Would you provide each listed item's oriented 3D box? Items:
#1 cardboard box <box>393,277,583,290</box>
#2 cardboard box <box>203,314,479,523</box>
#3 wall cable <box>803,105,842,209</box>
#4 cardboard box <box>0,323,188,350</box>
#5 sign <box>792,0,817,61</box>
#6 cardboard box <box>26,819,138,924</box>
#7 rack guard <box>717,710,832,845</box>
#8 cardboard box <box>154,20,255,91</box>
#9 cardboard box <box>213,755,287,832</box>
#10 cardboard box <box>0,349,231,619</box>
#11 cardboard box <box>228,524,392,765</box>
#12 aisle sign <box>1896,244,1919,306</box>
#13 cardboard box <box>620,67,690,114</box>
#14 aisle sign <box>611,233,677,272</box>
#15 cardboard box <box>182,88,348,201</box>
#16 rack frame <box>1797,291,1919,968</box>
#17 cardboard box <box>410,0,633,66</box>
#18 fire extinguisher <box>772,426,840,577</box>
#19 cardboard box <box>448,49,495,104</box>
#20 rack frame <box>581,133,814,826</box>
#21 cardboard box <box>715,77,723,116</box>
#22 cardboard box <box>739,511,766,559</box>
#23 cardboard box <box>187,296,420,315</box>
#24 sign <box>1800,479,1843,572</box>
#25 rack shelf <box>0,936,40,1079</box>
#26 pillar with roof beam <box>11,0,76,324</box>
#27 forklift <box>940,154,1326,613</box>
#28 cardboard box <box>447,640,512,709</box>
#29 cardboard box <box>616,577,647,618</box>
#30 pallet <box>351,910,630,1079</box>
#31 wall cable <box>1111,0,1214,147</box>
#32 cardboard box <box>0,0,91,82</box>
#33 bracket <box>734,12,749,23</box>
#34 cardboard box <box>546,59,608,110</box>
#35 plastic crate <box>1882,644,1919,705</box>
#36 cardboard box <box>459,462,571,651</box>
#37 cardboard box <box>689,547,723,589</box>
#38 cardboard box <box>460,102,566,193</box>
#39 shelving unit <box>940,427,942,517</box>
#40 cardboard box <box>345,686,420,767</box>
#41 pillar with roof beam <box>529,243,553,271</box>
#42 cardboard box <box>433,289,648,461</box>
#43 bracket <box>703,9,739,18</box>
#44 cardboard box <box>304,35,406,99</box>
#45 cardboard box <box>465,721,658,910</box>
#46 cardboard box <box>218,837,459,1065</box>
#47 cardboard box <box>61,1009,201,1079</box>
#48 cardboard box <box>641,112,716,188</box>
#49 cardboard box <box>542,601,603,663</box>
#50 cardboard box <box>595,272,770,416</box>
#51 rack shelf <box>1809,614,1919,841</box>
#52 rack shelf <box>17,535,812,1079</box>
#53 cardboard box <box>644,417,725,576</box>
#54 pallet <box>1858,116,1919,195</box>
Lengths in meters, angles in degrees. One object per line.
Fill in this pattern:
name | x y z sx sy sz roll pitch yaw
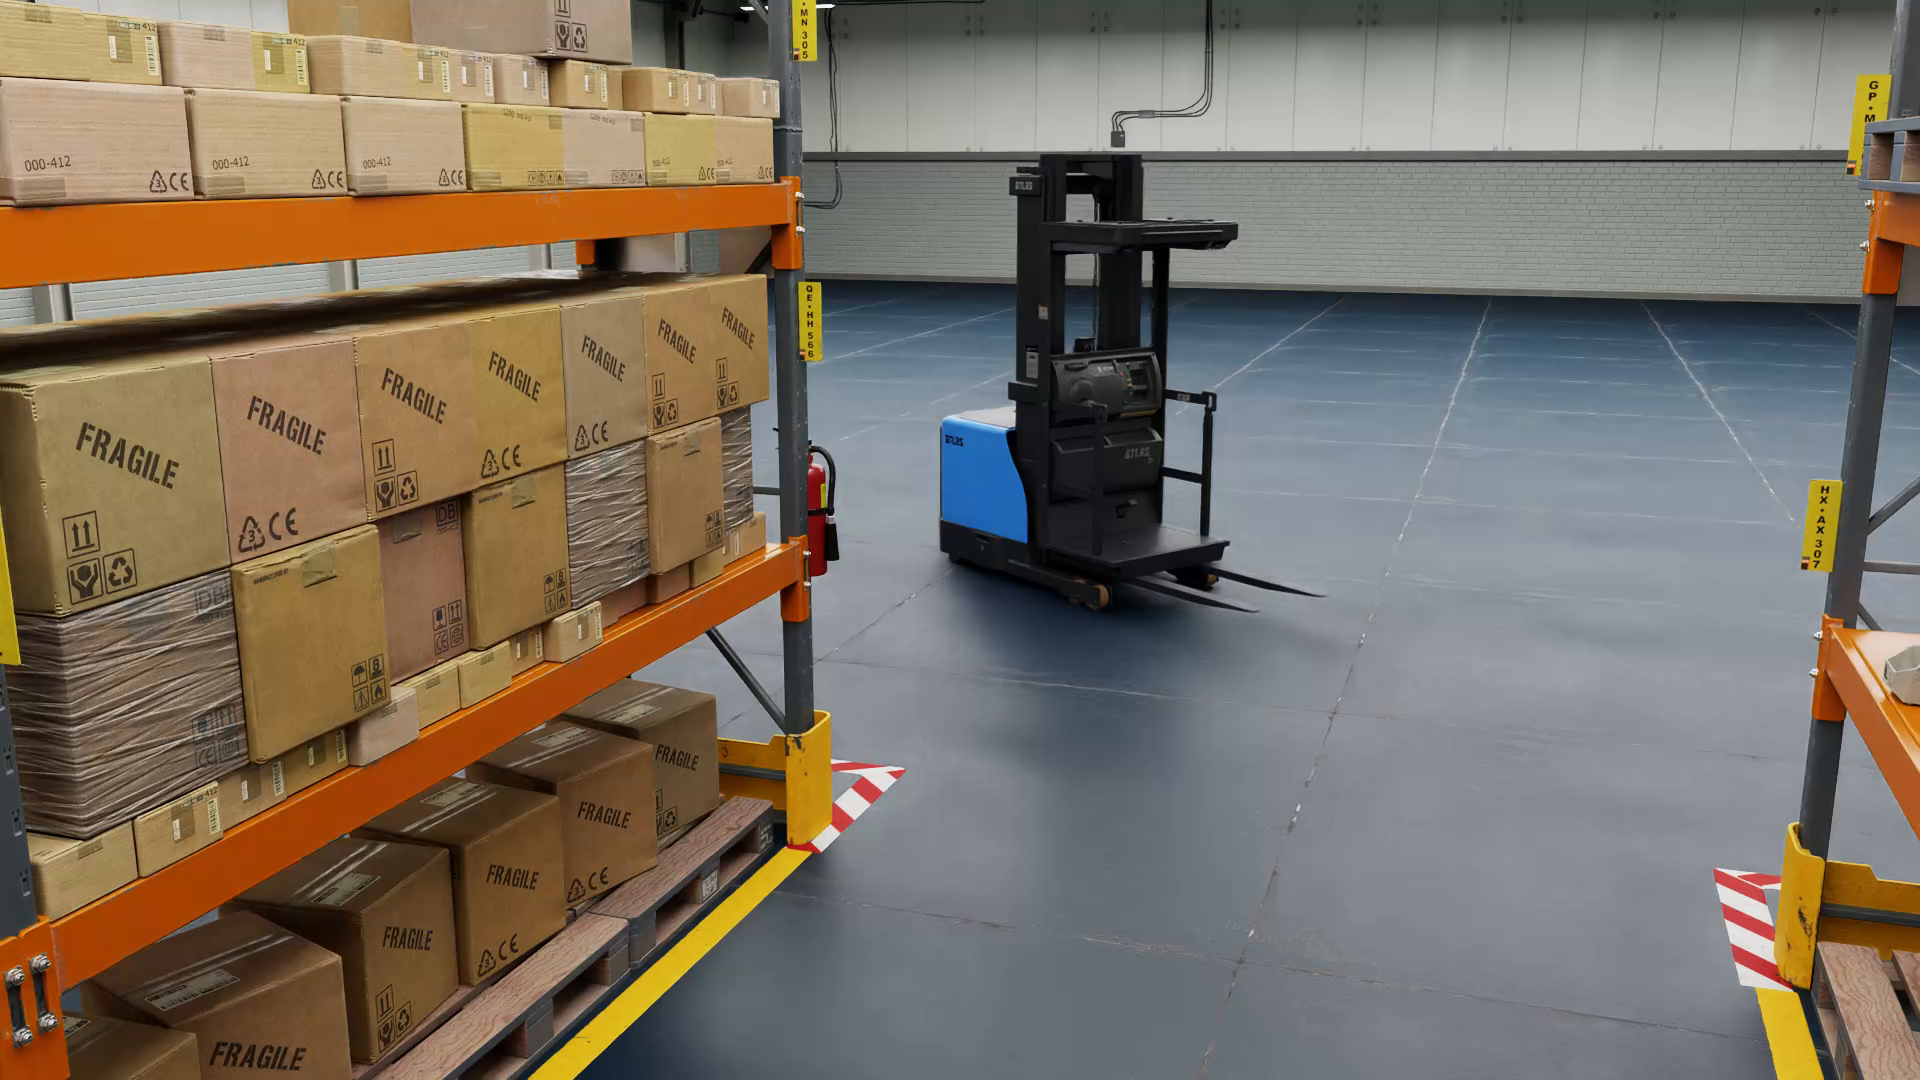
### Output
cardboard box | -1.744 -0.712 6.225 0.500 0.500 0.500 4 14 18
cardboard box | -1.725 -0.357 4.673 0.500 0.500 0.500 4 14 18
wall cable | -4.381 -9.472 41.244 3.097 2.526 0.112 4 14 18
cardboard box | -2.388 -0.290 4.379 0.500 0.500 0.500 4 14 18
sign | -0.621 -2.081 6.635 0.100 0.325 0.005 4 14 18
cardboard box | -2.080 0.710 3.702 0.380 0.149 0.250 4 14 18
rack guard | -1.164 1.003 7.469 1.175 0.500 0.348 4 14 18
cardboard box | -1.907 -1.136 3.923 0.380 0.149 0.250 4 14 19
cardboard box | -1.932 0.603 4.168 0.380 0.149 0.250 4 14 18
cardboard box | -2.048 -0.147 3.750 0.500 0.500 0.500 4 14 18
cardboard box | -2.035 0.224 4.372 0.875 0.500 0.500 4 14 18
aisle sign | 3.293 -1.178 5.568 0.394 0.787 0.004 4 14 18
cardboard box | -1.173 -1.568 5.815 0.380 0.149 0.250 4 14 19
aisle sign | -1.403 -1.533 7.123 0.394 0.787 0.004 4 14 18
cardboard box | -1.879 -0.966 4.078 0.500 0.250 0.500 4 14 18
rack frame | 3.547 0.125 5.698 1.000 3.000 0.127 4 14 18
cardboard box | -1.402 -1.787 5.317 0.500 0.500 0.500 4 14 18
fire extinguisher | -0.666 -0.185 7.229 0.296 0.674 0.183 4 14 18
cardboard box | -1.600 -1.353 4.875 0.380 0.149 0.250 5 14 20
rack frame | -1.140 -0.231 7.261 1.000 3.000 0.127 4 14 18
cardboard box | -1.129 -1.688 6.341 0.380 0.149 0.250 4 13 17
cardboard box | -1.036 -0.034 6.960 0.380 0.149 0.250 4 14 18
cardboard box | -2.060 -0.501 5.300 0.500 0.500 0.500 4 14 18
sign | 3.028 -0.050 5.845 0.100 0.325 0.005 4 14 18
rack shelf | -3.081 1.383 1.806 1.077 0.370 4.000 4 14 18
pillar with roof beam | -8.336 -6.361 20.635 9.100 9.000 0.400 4 14 18
forklift | 1.137 -1.091 11.181 1.130 2.935 3.031 -9 16 -36
cardboard box | -1.607 0.393 5.090 0.380 0.149 0.250 4 14 18
cardboard box | -1.366 0.176 6.040 0.380 0.149 0.250 4 14 18
pallet | -1.857 1.569 5.641 1.003 0.211 1.213 4 14 18
wall cable | 4.596 -11.957 37.511 2.305 6.003 0.169 4 14 18
cardboard box | -2.037 -1.019 3.412 0.380 0.149 0.250 4 13 17
bracket | -5.349 -12.777 40.655 0.235 0.232 0.430 4 14 18
cardboard box | -1.362 -1.461 5.347 0.380 0.149 0.250 4 13 16
plastic crate | 2.953 0.419 5.003 0.298 0.136 0.250 4 14 18
cardboard box | -1.767 0.009 5.313 0.875 0.500 0.500 4 14 18
cardboard box | -1.150 0.075 6.483 0.380 0.149 0.250 4 14 18
cardboard box | -1.546 -1.182 5.021 0.500 0.250 0.500 4 13 17
shelving unit | -0.003 -0.437 12.880 0.258 0.900 0.210 4 14 18
cardboard box | -1.740 0.500 4.619 0.380 0.149 0.250 4 14 18
pillar with roof beam | -4.454 -8.888 31.705 9.100 9.000 0.400 4 14 18
cardboard box | -1.404 -0.568 5.596 0.500 0.500 0.500 4 14 18
bracket | -5.540 -12.652 40.110 0.076 0.066 3.189 4 14 18
cardboard box | -1.700 -1.240 4.381 0.380 0.149 0.250 4 13 17
cardboard box | -1.518 1.041 6.359 0.500 0.500 0.500 9 15 33
cardboard box | -1.962 1.286 5.287 0.500 0.500 0.500 3 13 13
cardboard box | -2.266 1.543 4.158 0.500 0.500 0.500 4 13 17
cardboard box | -1.214 -1.395 5.957 0.500 0.250 0.500 4 14 19
cardboard box | -1.422 0.289 5.544 0.380 0.149 0.250 4 14 18
cardboard box | -1.084 -0.779 6.520 0.500 0.500 0.500 4 14 18
rack shelf | 2.900 0.897 3.933 1.077 0.370 4.000 4 14 18
rack shelf | -1.787 0.540 5.496 1.077 0.370 4.000 4 14 18
cardboard box | -1.392 -0.197 6.219 0.875 0.500 0.500 4 14 18
pallet | 3.187 -1.078 4.653 1.003 0.211 1.213 4 14 18
